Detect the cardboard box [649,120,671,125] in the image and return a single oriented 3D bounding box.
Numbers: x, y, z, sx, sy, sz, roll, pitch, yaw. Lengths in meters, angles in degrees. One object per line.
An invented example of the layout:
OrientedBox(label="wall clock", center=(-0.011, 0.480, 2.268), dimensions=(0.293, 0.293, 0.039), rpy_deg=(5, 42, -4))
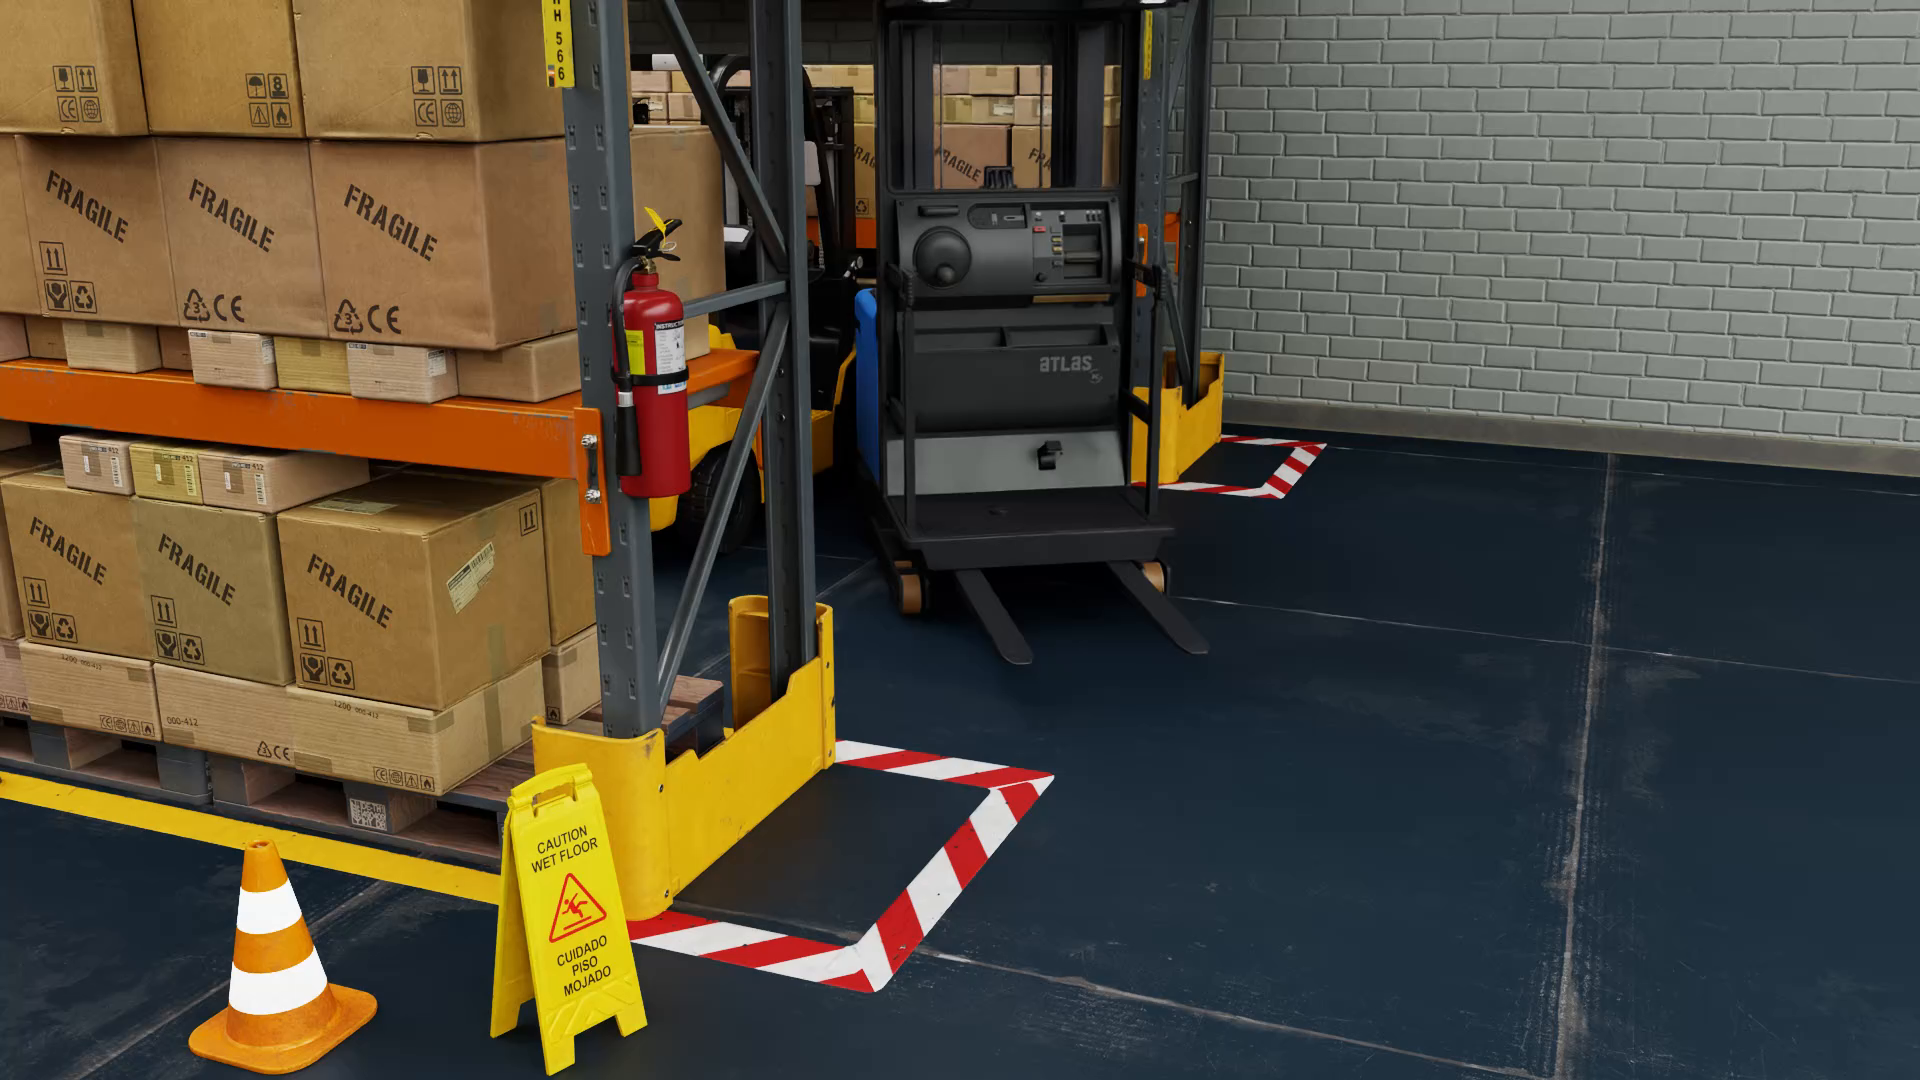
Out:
OrientedBox(label="cardboard box", center=(-1.774, -2.196, 9.680), dimensions=(0.500, 0.500, 0.500), rpy_deg=(7, 17, 22))

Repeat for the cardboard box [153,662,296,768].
OrientedBox(label="cardboard box", center=(-2.008, 0.437, 4.966), dimensions=(0.500, 0.250, 0.500), rpy_deg=(6, 17, 21))

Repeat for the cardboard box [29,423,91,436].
OrientedBox(label="cardboard box", center=(-2.802, -0.170, 5.711), dimensions=(0.500, 0.500, 0.500), rpy_deg=(7, 18, 24))

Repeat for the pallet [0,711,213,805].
OrientedBox(label="pallet", center=(-2.623, 0.500, 5.572), dimensions=(1.213, 0.211, 1.003), rpy_deg=(6, 17, 21))

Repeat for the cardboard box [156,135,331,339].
OrientedBox(label="cardboard box", center=(-1.749, -0.841, 4.477), dimensions=(0.500, 0.500, 0.500), rpy_deg=(6, 17, 21))

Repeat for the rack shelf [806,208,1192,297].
OrientedBox(label="rack shelf", center=(-0.721, -1.760, 9.648), dimensions=(4.000, 0.370, 1.077), rpy_deg=(6, 17, 21))

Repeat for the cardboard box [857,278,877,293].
OrientedBox(label="cardboard box", center=(-0.354, -1.329, 9.255), dimensions=(0.500, 0.250, 0.500), rpy_deg=(7, 17, 21))

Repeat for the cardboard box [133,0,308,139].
OrientedBox(label="cardboard box", center=(-1.702, -1.334, 4.382), dimensions=(0.500, 0.500, 0.700), rpy_deg=(6, 17, 21))

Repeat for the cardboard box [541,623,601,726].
OrientedBox(label="cardboard box", center=(-1.327, 0.351, 5.263), dimensions=(0.500, 0.250, 0.500), rpy_deg=(6, 17, 20))

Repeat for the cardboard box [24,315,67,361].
OrientedBox(label="cardboard box", center=(-2.520, -0.637, 4.939), dimensions=(0.250, 0.149, 0.380), rpy_deg=(6, 17, 21))

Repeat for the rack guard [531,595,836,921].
OrientedBox(label="rack guard", center=(-0.749, 0.579, 4.782), dimensions=(0.348, 0.500, 1.175), rpy_deg=(6, 17, 21))

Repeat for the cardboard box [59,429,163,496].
OrientedBox(label="cardboard box", center=(-2.363, -0.255, 4.841), dimensions=(0.250, 0.149, 0.380), rpy_deg=(7, 18, 23))

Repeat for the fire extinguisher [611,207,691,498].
OrientedBox(label="fire extinguisher", center=(-0.741, -0.445, 3.966), dimensions=(0.183, 0.674, 0.296), rpy_deg=(6, 17, 21))

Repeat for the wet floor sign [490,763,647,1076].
OrientedBox(label="wet floor sign", center=(-0.894, 0.814, 3.712), dimensions=(0.232, 0.644, 0.267), rpy_deg=(14, 21, 40))

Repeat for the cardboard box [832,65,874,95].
OrientedBox(label="cardboard box", center=(-0.495, -2.490, 8.995), dimensions=(0.250, 0.149, 0.380), rpy_deg=(7, 17, 22))

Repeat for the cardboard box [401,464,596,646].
OrientedBox(label="cardboard box", center=(-1.350, -0.011, 5.166), dimensions=(0.500, 0.500, 0.500), rpy_deg=(6, 17, 19))

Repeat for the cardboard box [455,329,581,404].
OrientedBox(label="cardboard box", center=(-1.105, -0.476, 4.383), dimensions=(0.250, 0.149, 0.380), rpy_deg=(7, 18, 22))

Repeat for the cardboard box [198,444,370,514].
OrientedBox(label="cardboard box", center=(-1.886, -0.201, 4.655), dimensions=(0.250, 0.149, 0.380), rpy_deg=(7, 18, 22))

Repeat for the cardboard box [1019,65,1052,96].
OrientedBox(label="cardboard box", center=(0.488, -2.403, 8.694), dimensions=(0.250, 0.149, 0.380), rpy_deg=(6, 17, 21))

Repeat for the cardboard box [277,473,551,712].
OrientedBox(label="cardboard box", center=(-1.519, 0.131, 4.676), dimensions=(0.500, 0.500, 0.500), rpy_deg=(6, 17, 21))

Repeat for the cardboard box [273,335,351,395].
OrientedBox(label="cardboard box", center=(-1.612, -0.505, 4.482), dimensions=(0.250, 0.149, 0.380), rpy_deg=(6, 17, 20))

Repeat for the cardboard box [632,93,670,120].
OrientedBox(label="cardboard box", center=(-1.685, -2.479, 9.490), dimensions=(0.250, 0.149, 0.380), rpy_deg=(7, 17, 22))

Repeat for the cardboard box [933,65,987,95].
OrientedBox(label="cardboard box", center=(0.030, -2.467, 8.916), dimensions=(0.250, 0.149, 0.380), rpy_deg=(6, 17, 21))

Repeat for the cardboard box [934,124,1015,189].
OrientedBox(label="cardboard box", center=(0.106, -1.987, 8.959), dimensions=(0.500, 0.500, 0.500), rpy_deg=(7, 18, 22))

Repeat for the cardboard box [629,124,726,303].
OrientedBox(label="cardboard box", center=(-1.017, -0.925, 4.766), dimensions=(0.500, 0.500, 0.500), rpy_deg=(6, 17, 20))

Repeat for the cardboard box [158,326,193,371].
OrientedBox(label="cardboard box", center=(-2.049, -0.586, 4.762), dimensions=(0.250, 0.149, 0.380), rpy_deg=(7, 17, 21))

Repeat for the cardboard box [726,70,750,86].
OrientedBox(label="cardboard box", center=(-1.167, -2.592, 9.346), dimensions=(0.250, 0.149, 0.380), rpy_deg=(6, 17, 20))

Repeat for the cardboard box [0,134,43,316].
OrientedBox(label="cardboard box", center=(-2.677, -0.950, 4.852), dimensions=(0.500, 0.500, 0.500), rpy_deg=(6, 17, 21))

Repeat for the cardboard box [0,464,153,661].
OrientedBox(label="cardboard box", center=(-2.473, 0.025, 5.041), dimensions=(0.500, 0.500, 0.500), rpy_deg=(6, 17, 19))

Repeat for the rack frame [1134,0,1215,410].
OrientedBox(label="rack frame", center=(1.139, -1.901, 8.843), dimensions=(0.127, 3.000, 1.000), rpy_deg=(6, 17, 21))

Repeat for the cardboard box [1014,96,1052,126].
OrientedBox(label="cardboard box", center=(0.465, -2.242, 8.674), dimensions=(0.250, 0.149, 0.380), rpy_deg=(7, 17, 22))

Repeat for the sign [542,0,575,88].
OrientedBox(label="sign", center=(-0.901, -1.179, 3.713), dimensions=(0.005, 0.325, 0.100), rpy_deg=(6, 17, 21))

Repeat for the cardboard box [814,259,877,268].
OrientedBox(label="cardboard box", center=(-0.640, -1.519, 9.912), dimensions=(0.500, 0.250, 0.500), rpy_deg=(6, 17, 20))

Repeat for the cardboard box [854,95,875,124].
OrientedBox(label="cardboard box", center=(-0.488, -2.348, 9.040), dimensions=(0.250, 0.149, 0.380), rpy_deg=(6, 17, 21))

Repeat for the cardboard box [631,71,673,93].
OrientedBox(label="cardboard box", center=(-1.675, -2.623, 9.453), dimensions=(0.250, 0.149, 0.380), rpy_deg=(7, 17, 22))

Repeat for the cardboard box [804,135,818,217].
OrientedBox(label="cardboard box", center=(-0.843, -2.088, 9.306), dimensions=(0.500, 0.500, 0.500), rpy_deg=(6, 17, 21))

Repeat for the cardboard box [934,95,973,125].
OrientedBox(label="cardboard box", center=(0.020, -2.313, 8.917), dimensions=(0.250, 0.149, 0.380), rpy_deg=(6, 17, 20))

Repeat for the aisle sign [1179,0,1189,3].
OrientedBox(label="aisle sign", center=(1.093, -3.067, 8.195), dimensions=(0.004, 0.787, 0.394), rpy_deg=(6, 17, 21))

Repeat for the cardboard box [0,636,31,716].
OrientedBox(label="cardboard box", center=(-2.955, 0.332, 5.329), dimensions=(0.500, 0.250, 0.500), rpy_deg=(6, 17, 20))

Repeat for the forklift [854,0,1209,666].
OrientedBox(label="forklift", center=(0.242, -1.216, 6.607), dimensions=(1.130, 2.935, 3.031), rpy_deg=(-3, 16, -10))
